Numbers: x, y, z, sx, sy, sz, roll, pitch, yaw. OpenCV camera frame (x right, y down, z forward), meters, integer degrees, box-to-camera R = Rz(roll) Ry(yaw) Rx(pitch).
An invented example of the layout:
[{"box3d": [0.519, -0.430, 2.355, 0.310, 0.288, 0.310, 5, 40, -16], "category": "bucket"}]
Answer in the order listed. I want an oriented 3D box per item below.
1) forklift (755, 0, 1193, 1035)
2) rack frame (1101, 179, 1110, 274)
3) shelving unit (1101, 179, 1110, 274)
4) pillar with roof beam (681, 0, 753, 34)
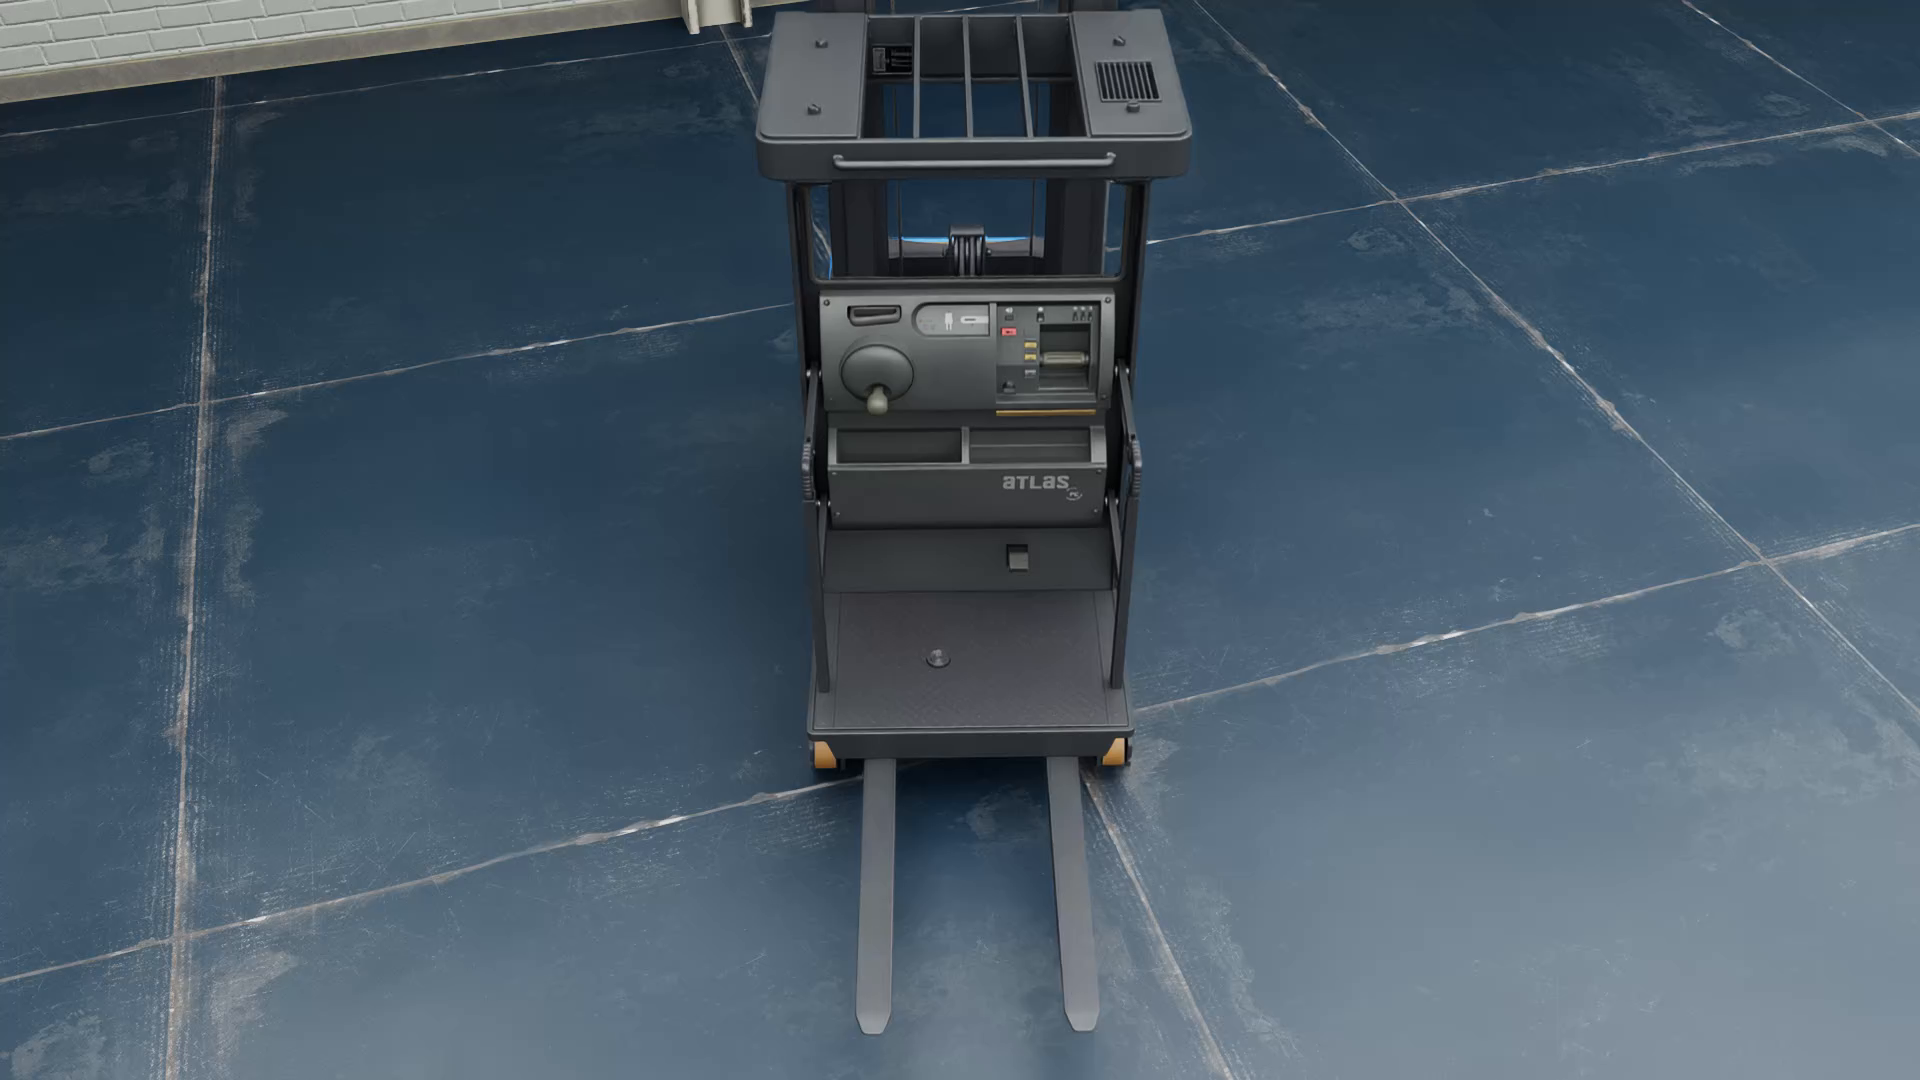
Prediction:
[{"box3d": [0.029, -0.514, 5.110, 1.130, 2.935, 3.031, -1, 41, -1], "category": "forklift"}, {"box3d": [0.562, -1.133, 6.907, 0.032, 1.500, 0.500, 1, 41, 1], "category": "rack frame"}, {"box3d": [0.053, -1.139, 6.914, 1.048, 1.500, 0.538, 1, 41, 1], "category": "shelving unit"}, {"box3d": [-0.242, -3.972, 4.457, 0.400, 9.000, 9.100, -12, 42, -13], "category": "pillar with roof beam"}]
